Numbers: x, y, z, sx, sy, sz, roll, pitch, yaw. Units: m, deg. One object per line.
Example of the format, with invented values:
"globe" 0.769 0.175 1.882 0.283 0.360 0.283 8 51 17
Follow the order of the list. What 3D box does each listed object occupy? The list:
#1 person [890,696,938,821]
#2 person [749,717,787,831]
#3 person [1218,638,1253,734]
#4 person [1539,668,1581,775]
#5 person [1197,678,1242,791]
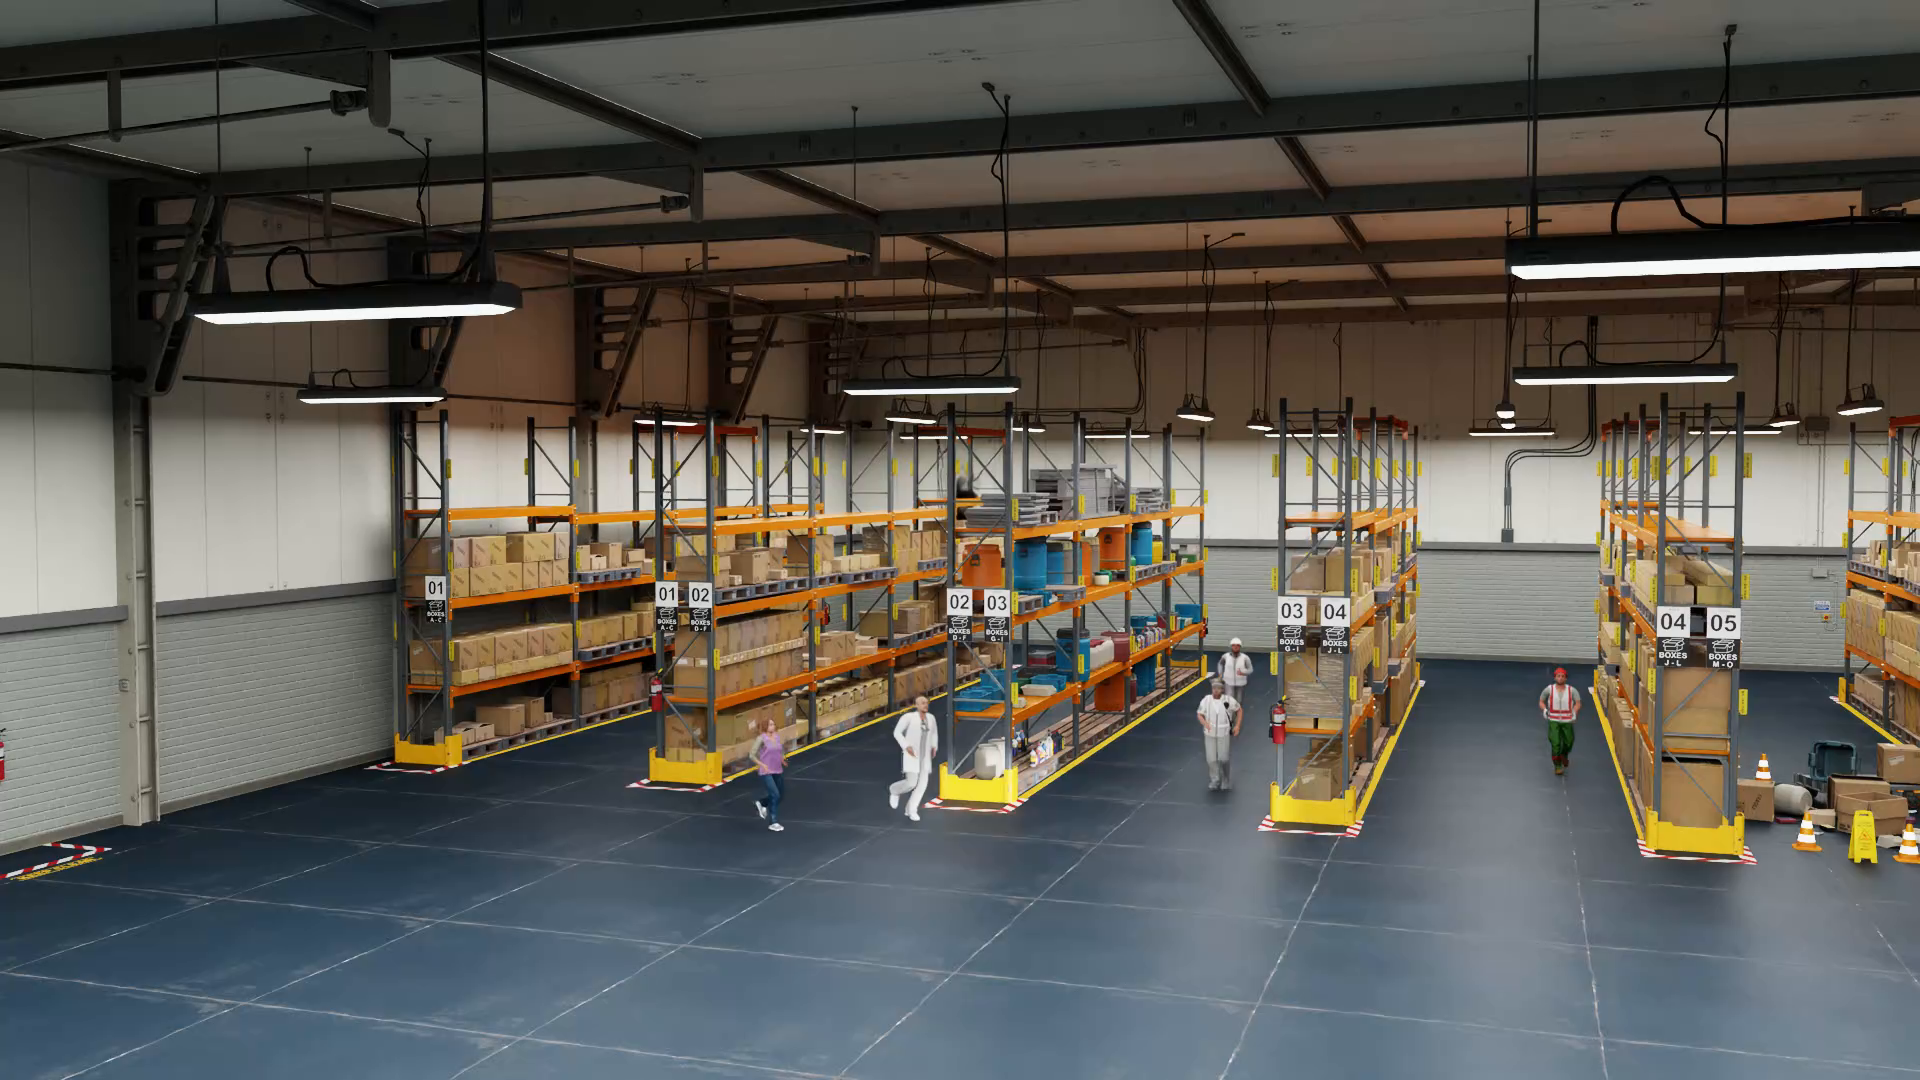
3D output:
"person" -0.620 3.118 24.018 0.722 1.735 0.741 -2 3 -32
"person" -2.672 3.232 23.091 0.637 1.551 0.540 2 3 44
"person" 5.216 2.741 31.495 0.657 1.784 0.879 0 2 8
"person" 9.822 2.963 27.233 0.653 1.736 0.621 1 3 17
"person" 4.012 3.025 25.801 0.689 1.780 0.666 1 3 15
